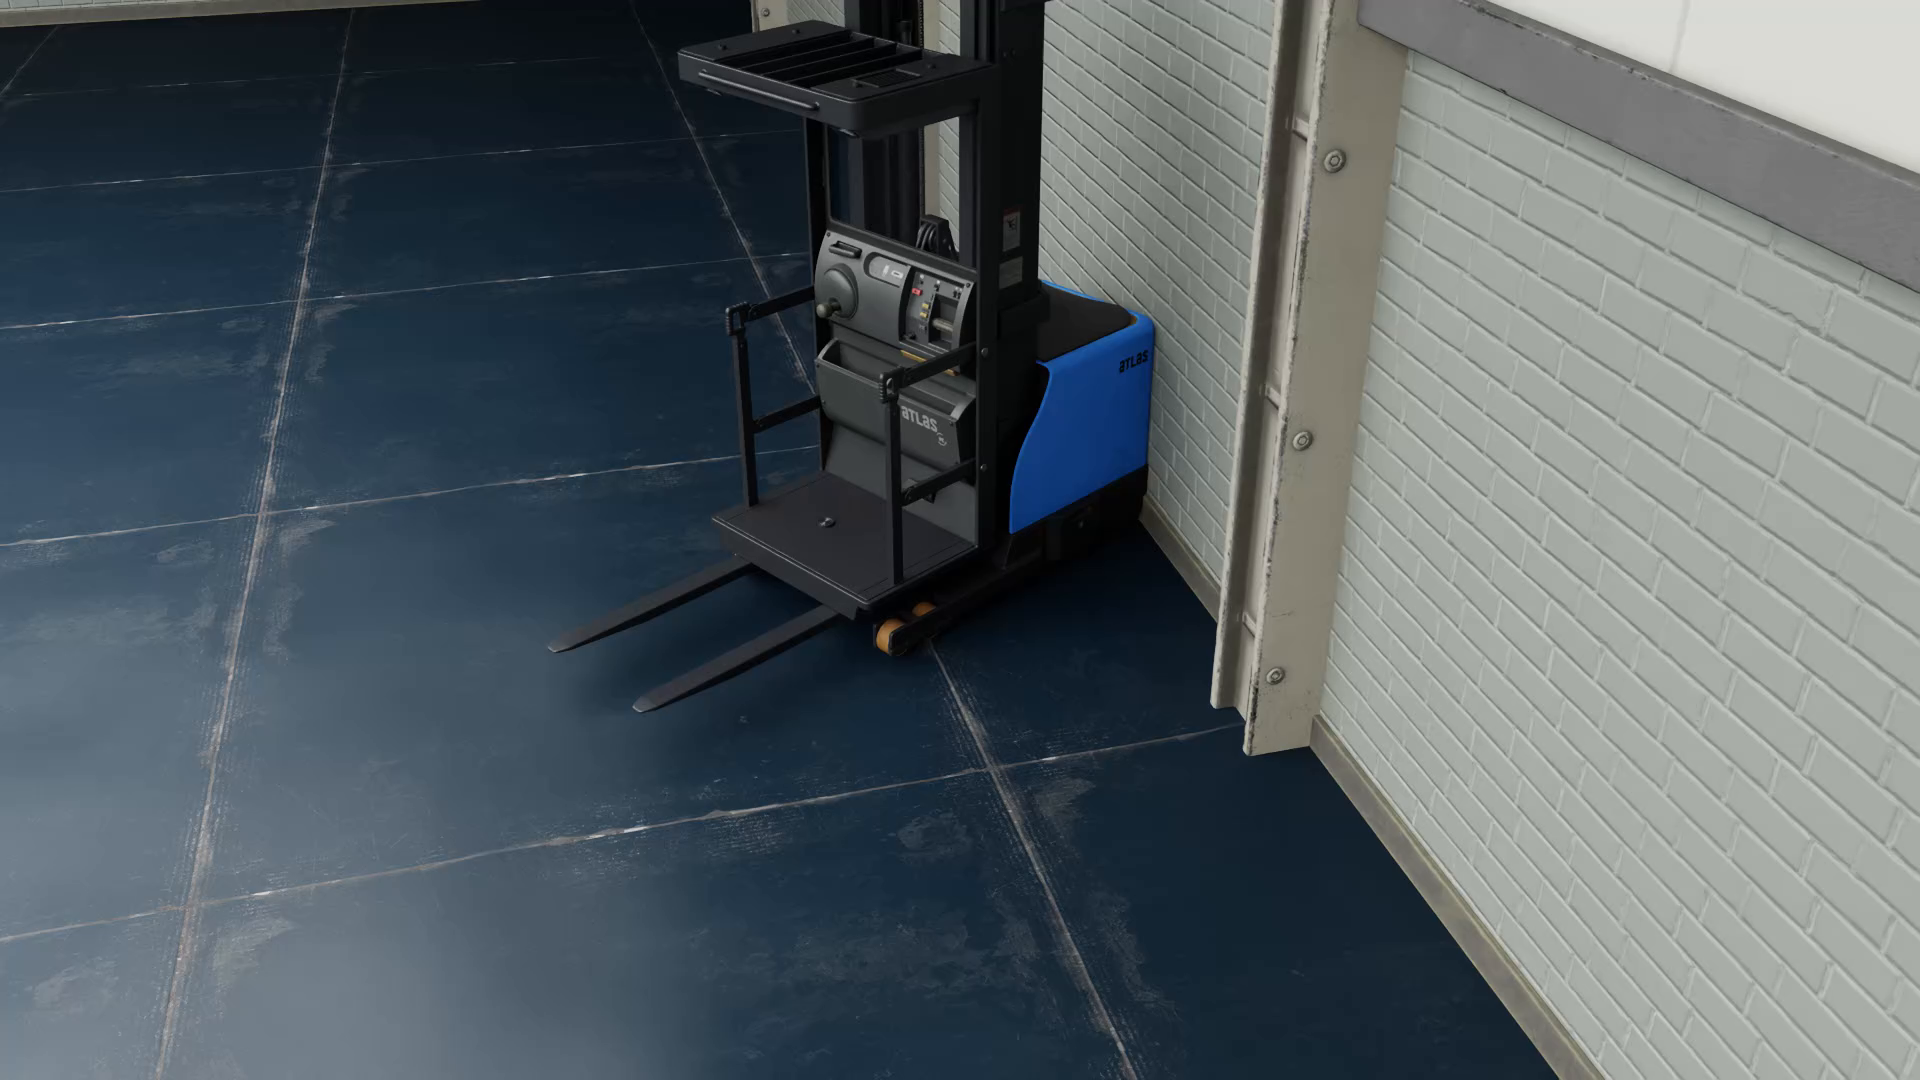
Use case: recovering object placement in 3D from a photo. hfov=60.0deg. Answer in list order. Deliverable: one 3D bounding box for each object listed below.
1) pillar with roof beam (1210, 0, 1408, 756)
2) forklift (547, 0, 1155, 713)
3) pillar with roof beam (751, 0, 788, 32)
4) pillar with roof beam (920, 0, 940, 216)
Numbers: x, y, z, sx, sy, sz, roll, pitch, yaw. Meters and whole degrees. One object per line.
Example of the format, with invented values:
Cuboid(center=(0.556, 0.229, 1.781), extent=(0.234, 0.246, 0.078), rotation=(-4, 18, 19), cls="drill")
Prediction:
Cuboid(center=(-2.889, -2.562, 3.694), extent=(9.100, 9.000, 0.400), rotation=(-8, 31, -13), cls="pillar with roof beam")
Cuboid(center=(-0.444, -1.044, 7.129), extent=(1.130, 2.935, 3.031), rotation=(26, 39, 38), cls="forklift")
Cuboid(center=(-6.074, -8.358, 13.707), extent=(9.100, 9.000, 0.400), rotation=(-8, 31, -13), cls="pillar with roof beam")
Cuboid(center=(-4.481, -5.460, 8.700), extent=(9.100, 9.000, 0.400), rotation=(-8, 31, -13), cls="pillar with roof beam")
